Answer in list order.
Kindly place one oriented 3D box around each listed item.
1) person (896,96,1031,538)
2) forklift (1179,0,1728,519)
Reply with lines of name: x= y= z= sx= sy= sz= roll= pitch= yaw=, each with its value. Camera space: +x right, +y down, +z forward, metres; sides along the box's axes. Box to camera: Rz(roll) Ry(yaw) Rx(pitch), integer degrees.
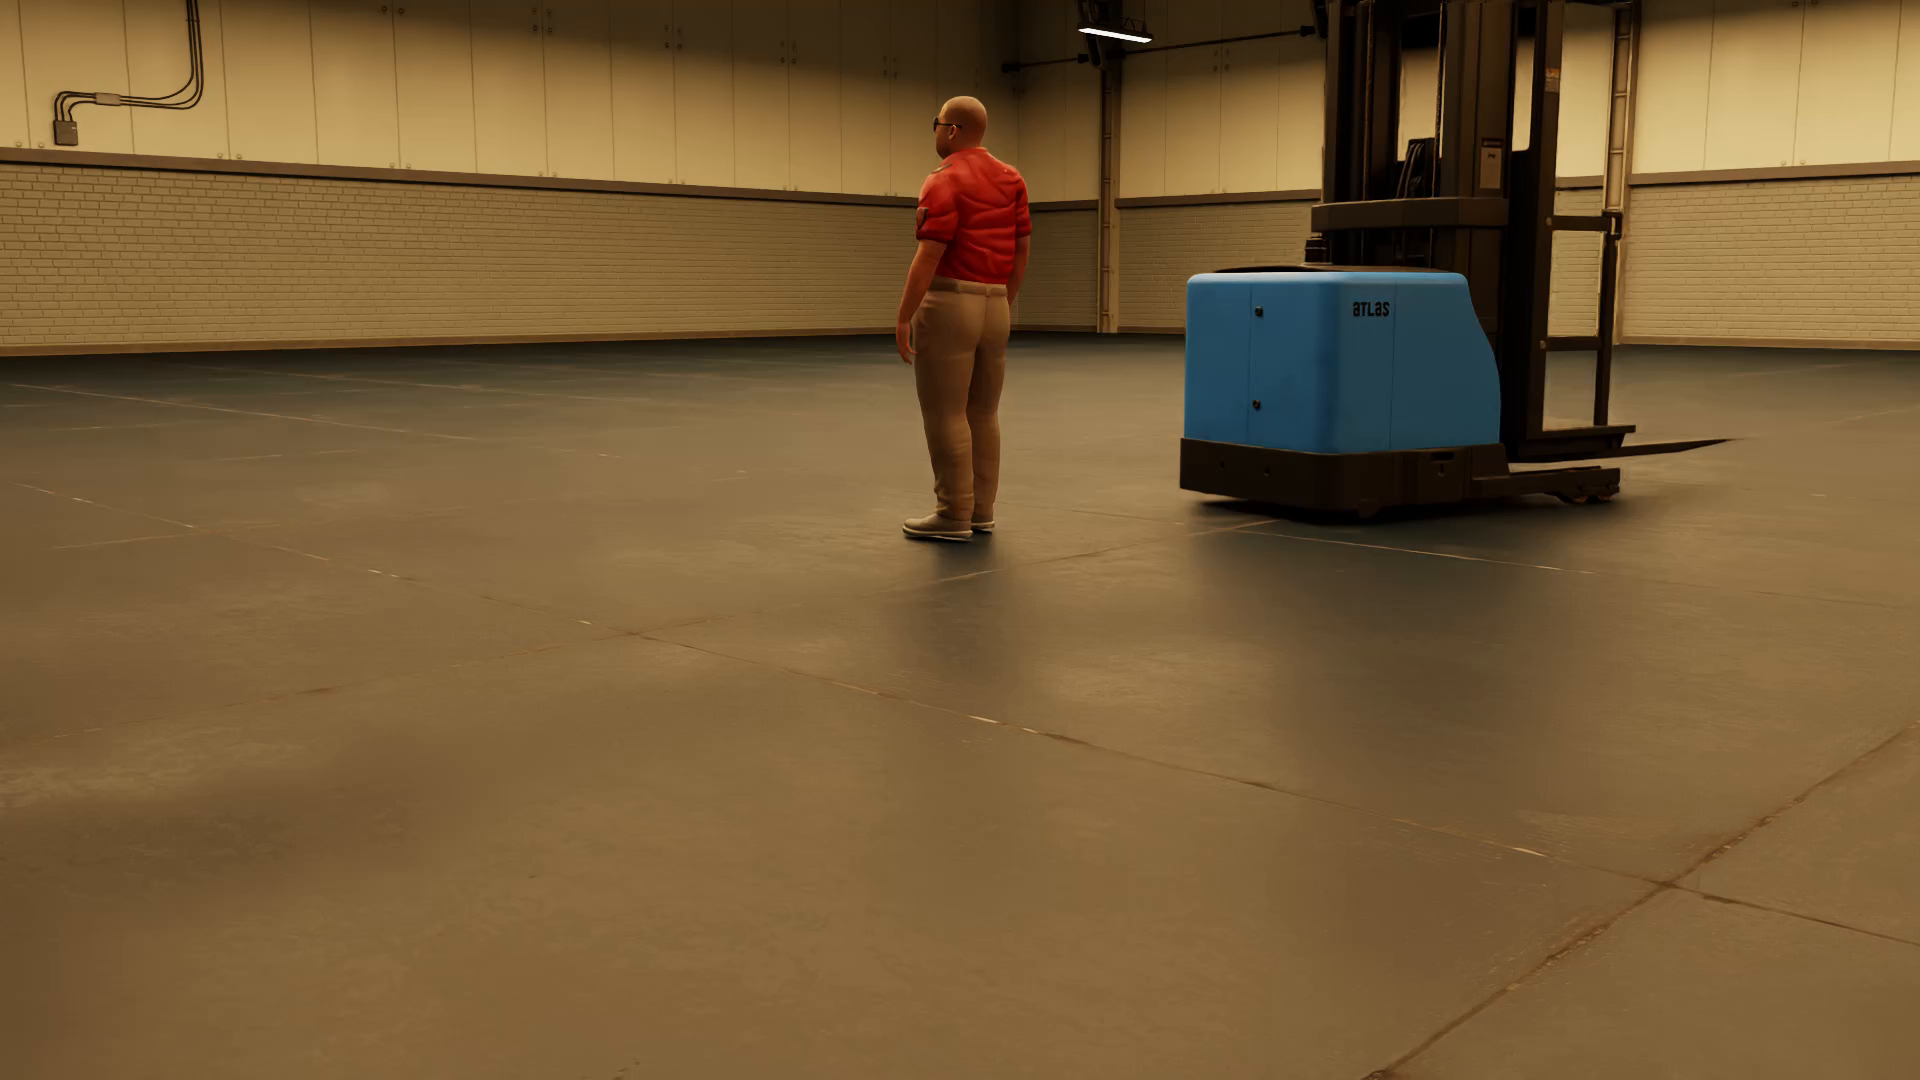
person: x=-0.056 y=-0.872 z=6.658 sx=0.551 sy=1.727 sz=0.640 roll=8 pitch=12 yaw=43
forklift: x=2.564 y=-1.680 z=8.031 sx=3.031 sy=2.935 sz=1.130 roll=-5 pitch=10 yaw=-31
